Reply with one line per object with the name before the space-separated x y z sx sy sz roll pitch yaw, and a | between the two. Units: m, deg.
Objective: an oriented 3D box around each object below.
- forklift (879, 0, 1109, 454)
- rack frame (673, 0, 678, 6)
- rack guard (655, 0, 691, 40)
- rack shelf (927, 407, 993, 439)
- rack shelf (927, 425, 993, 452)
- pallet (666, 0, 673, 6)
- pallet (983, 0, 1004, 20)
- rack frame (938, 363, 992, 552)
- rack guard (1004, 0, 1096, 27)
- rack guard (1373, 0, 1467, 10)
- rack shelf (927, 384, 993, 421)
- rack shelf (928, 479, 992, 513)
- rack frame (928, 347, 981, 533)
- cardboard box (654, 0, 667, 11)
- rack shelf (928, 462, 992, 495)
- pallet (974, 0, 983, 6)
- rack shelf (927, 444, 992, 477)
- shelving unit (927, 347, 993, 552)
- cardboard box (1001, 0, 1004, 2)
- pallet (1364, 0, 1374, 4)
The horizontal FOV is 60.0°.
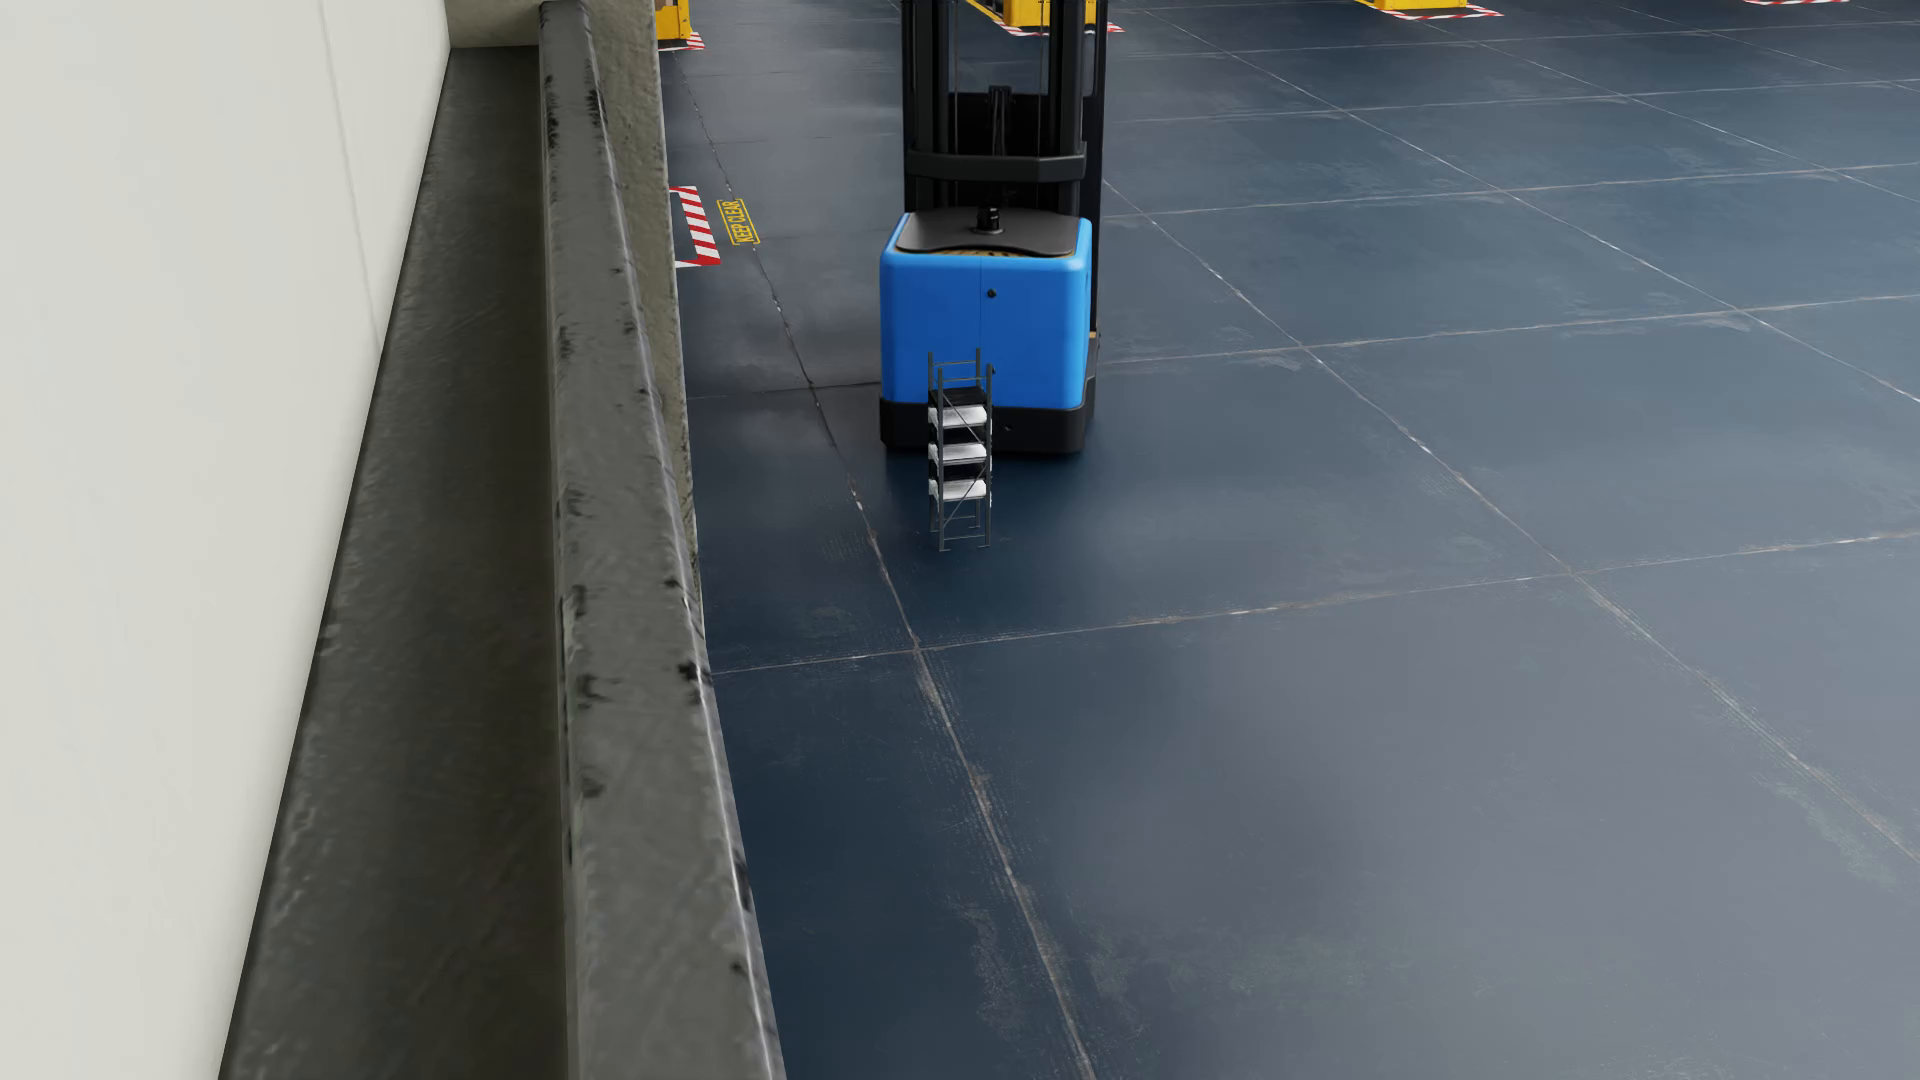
forklift | 0.262 -2.382 9.217 1.130 2.935 3.031 3 27 6
rack frame | -3.706 -7.132 18.551 1.000 3.000 0.127 -6 27 -12
rack guard | -3.723 -6.049 19.181 1.175 0.500 0.348 -6 27 -12
rack shelf | -0.002 -0.536 7.488 0.258 0.077 0.200 -6 27 -12
rack shelf | -0.002 -0.456 7.529 0.258 0.077 0.200 -6 27 -12
pallet | -3.871 -6.281 19.959 1.003 0.211 1.213 -6 27 -12
pallet | 0.907 -6.723 20.836 1.003 0.211 1.213 -6 27 -12
rack frame | 0.021 -0.361 7.466 0.240 0.900 0.006 -6 27 -12
rack guard | 1.125 -6.510 20.093 1.175 0.500 0.348 -6 27 -12
rack guard | 5.884 -7.051 21.164 1.175 0.500 0.348 -6 27 -12
rack shelf | -0.002 -0.617 7.448 0.258 0.077 0.200 -6 27 -12
rack shelf | -0.002 -0.215 7.650 0.258 0.077 0.200 -6 27 -12
rack frame | -0.025 -0.450 7.643 0.240 0.900 0.006 -6 27 -12
cardboard box | -3.774 -6.441 19.678 0.500 0.311 0.500 -9 28 -17
rack shelf | -0.002 -0.295 7.610 0.258 0.077 0.200 -6 27 -12
pallet | 0.635 -7.258 21.895 1.003 0.211 1.213 -6 27 -12
rack shelf | -0.002 -0.376 7.569 0.258 0.077 0.200 -6 27 -12
shelving unit | -0.002 -0.405 7.554 0.258 0.900 0.210 -6 27 -12
cardboard box | 0.711 -6.802 20.483 0.500 0.250 0.500 -6 27 -12
pallet | 5.706 -7.279 21.937 1.003 0.211 1.213 -6 27 -12
